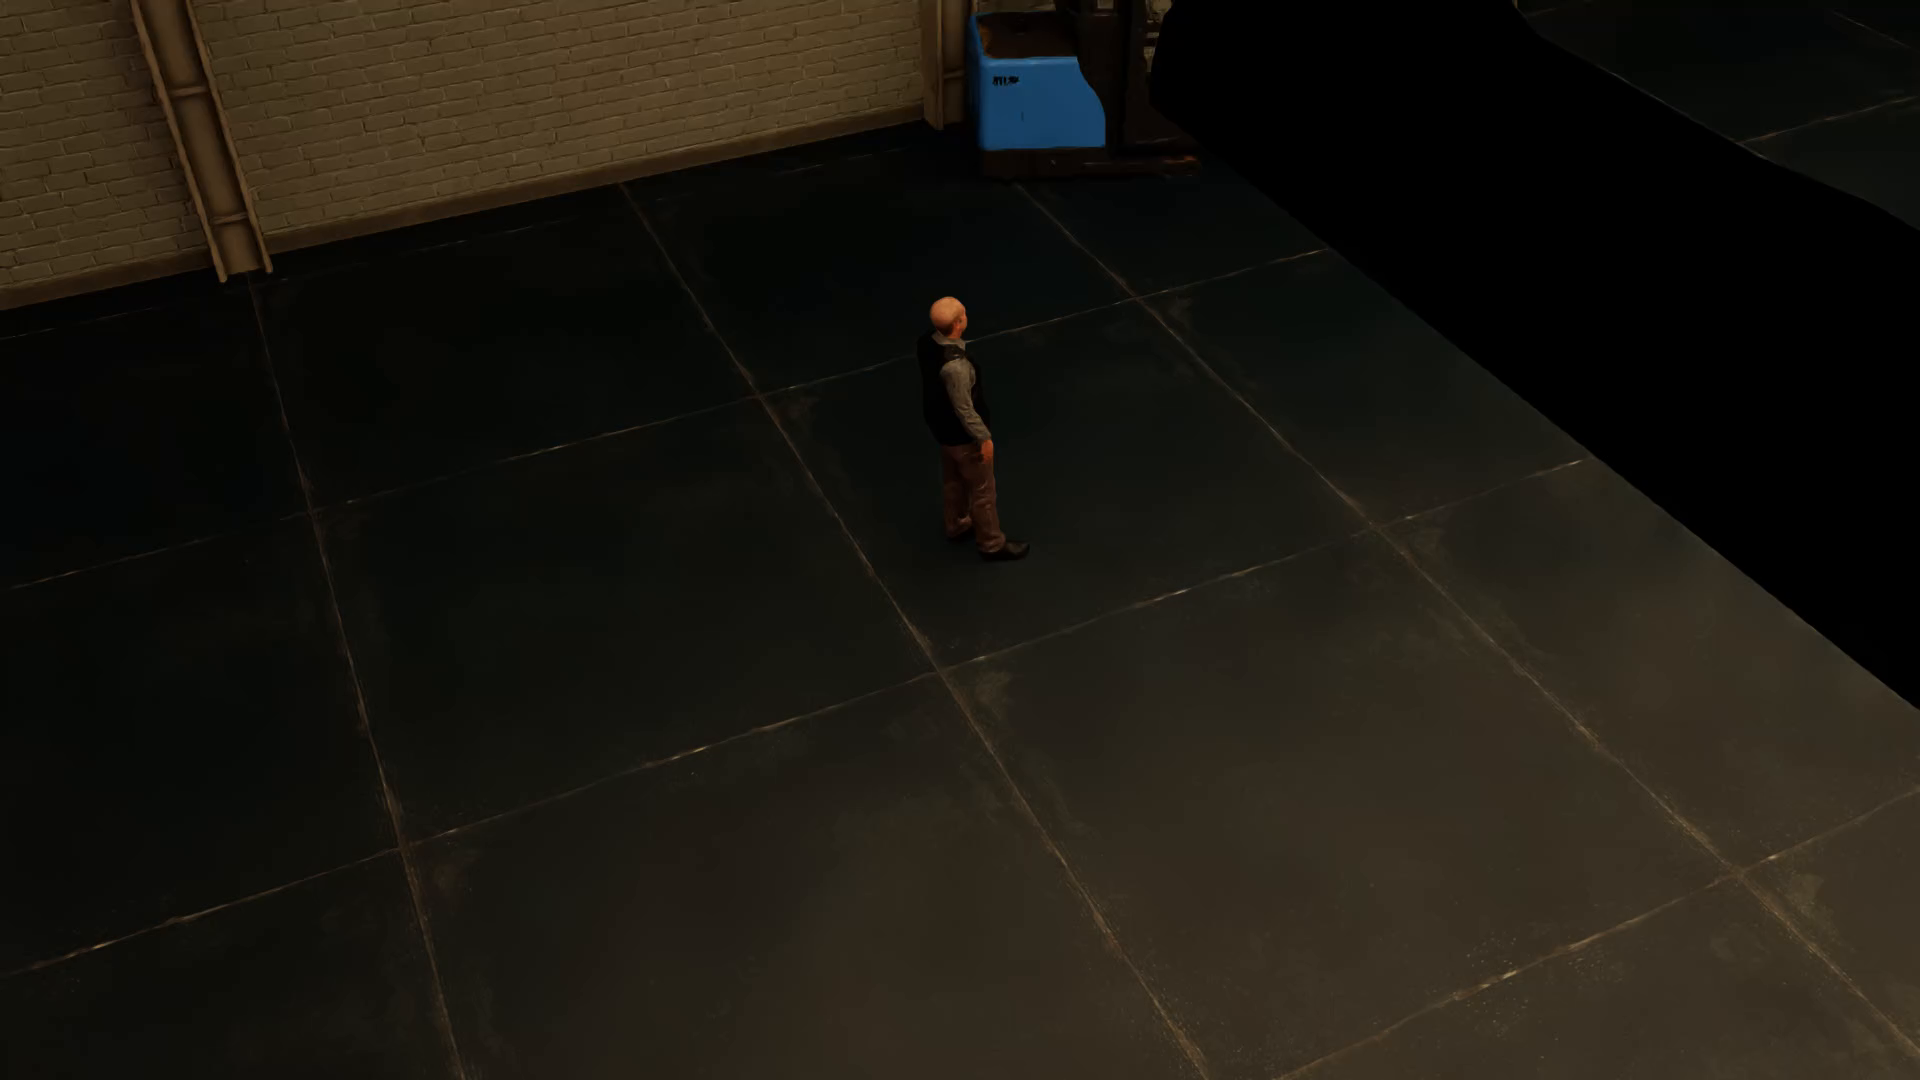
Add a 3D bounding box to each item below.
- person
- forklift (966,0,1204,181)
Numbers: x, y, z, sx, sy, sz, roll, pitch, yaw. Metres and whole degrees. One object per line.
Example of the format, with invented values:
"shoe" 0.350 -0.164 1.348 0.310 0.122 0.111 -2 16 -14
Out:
"person" 0.067 -0.681 9.765 0.551 1.720 0.632 -17 43 -19
"forklift" 1.601 -4.495 13.403 3.031 2.935 1.130 -3 40 -4
